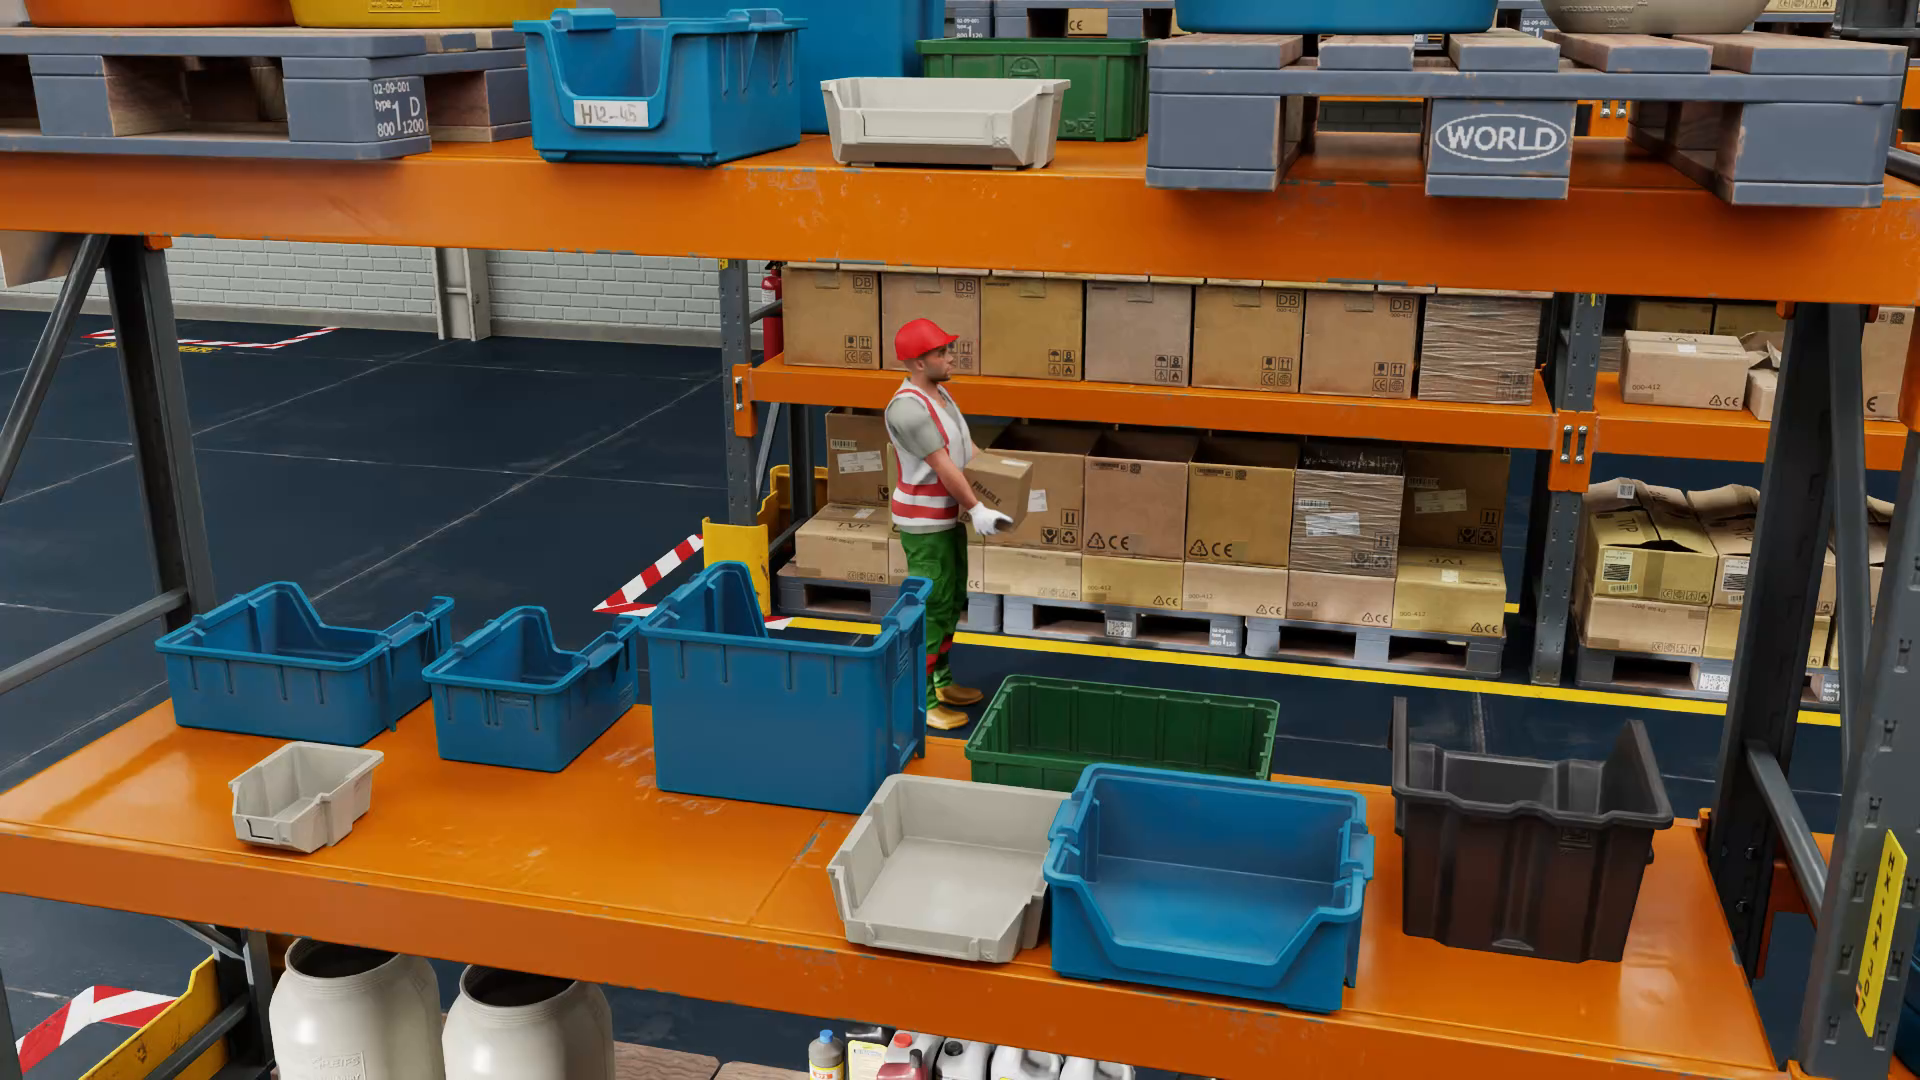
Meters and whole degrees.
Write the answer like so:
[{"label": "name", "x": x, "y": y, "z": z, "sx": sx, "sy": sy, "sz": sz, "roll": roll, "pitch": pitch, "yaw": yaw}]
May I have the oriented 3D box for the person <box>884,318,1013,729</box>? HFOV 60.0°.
[{"label": "person", "x": -0.010, "y": -0.068, "z": 7.234, "sx": 0.567, "sy": 1.783, "sz": 0.494, "roll": 5, "pitch": 19, "yaw": 14}]
